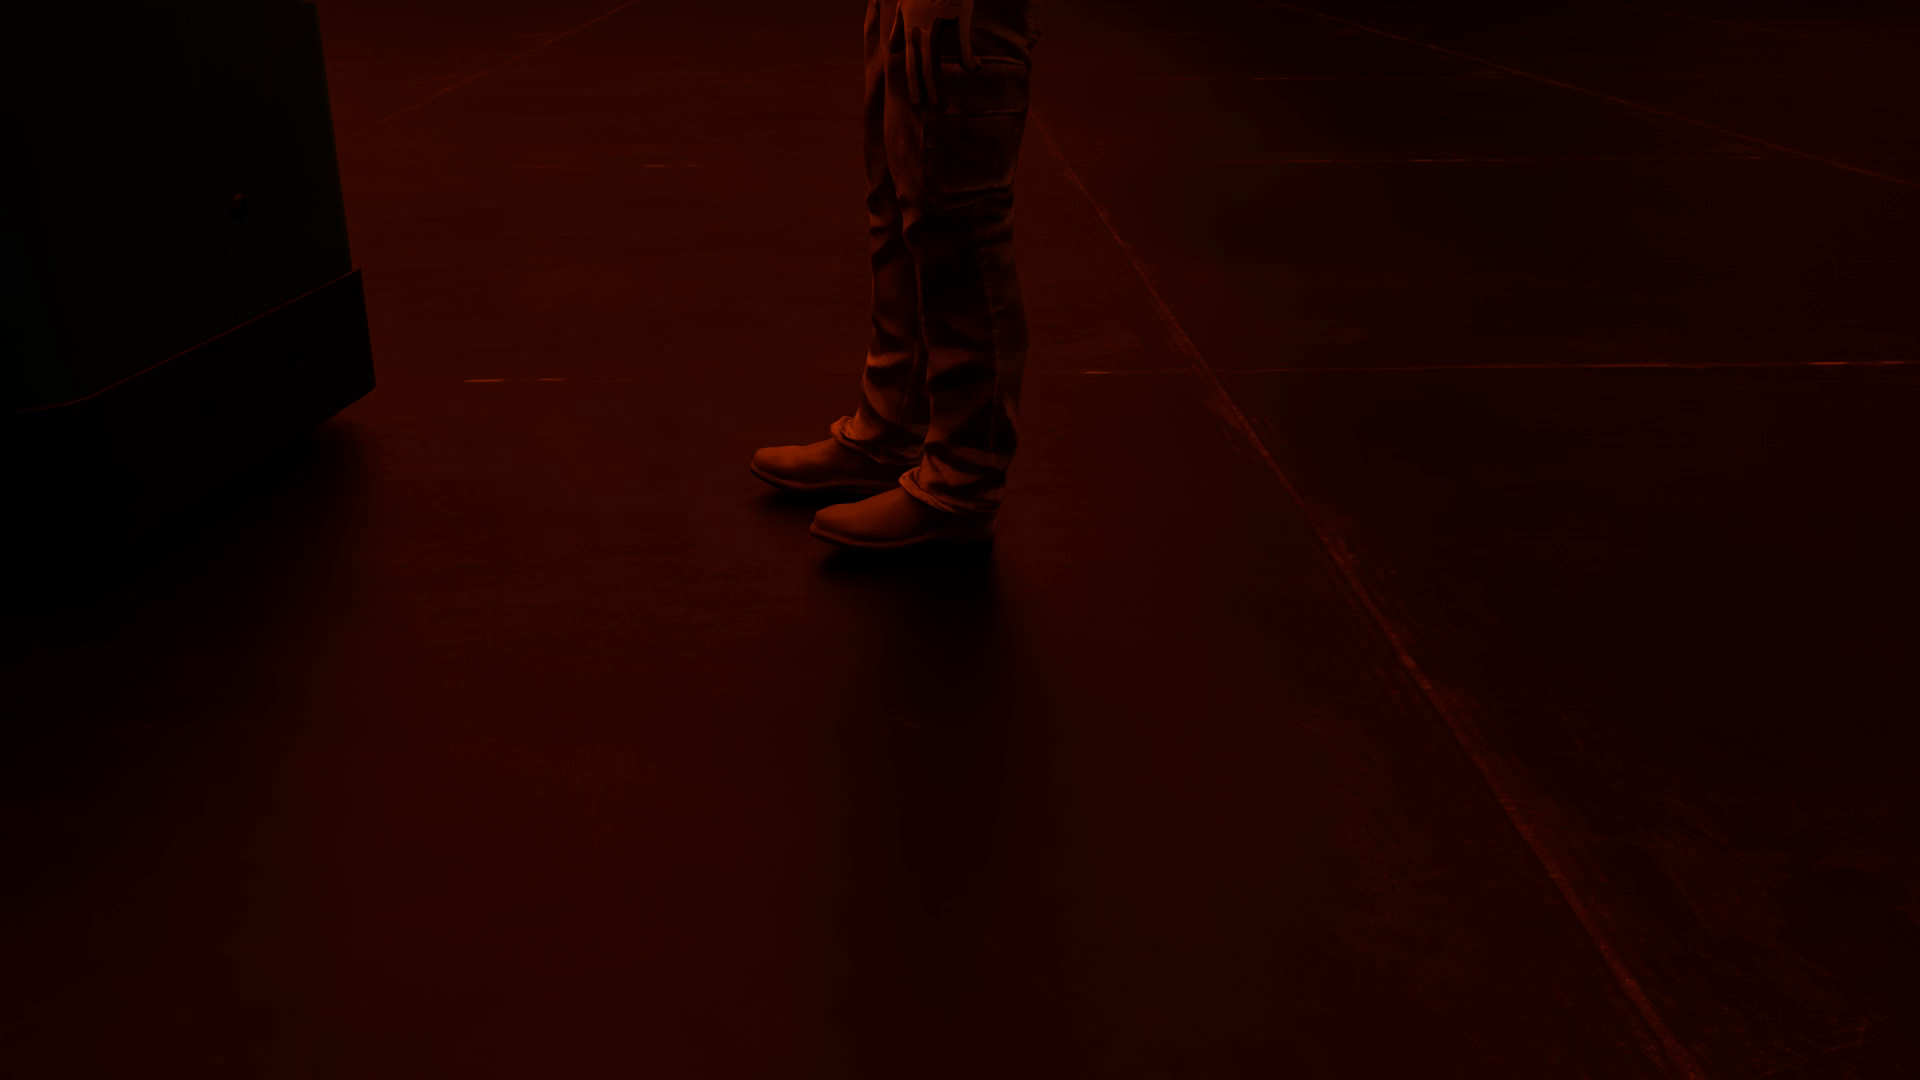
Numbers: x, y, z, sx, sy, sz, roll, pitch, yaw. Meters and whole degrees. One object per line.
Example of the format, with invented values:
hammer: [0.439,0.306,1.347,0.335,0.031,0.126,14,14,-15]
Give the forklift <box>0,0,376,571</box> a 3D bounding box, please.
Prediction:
forklift: [-2.716,-1.501,2.550,3.031,2.935,1.130,2,22,6]

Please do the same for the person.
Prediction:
person: [-0.072,-0.839,2.413,0.577,1.782,0.656,-1,21,-3]
